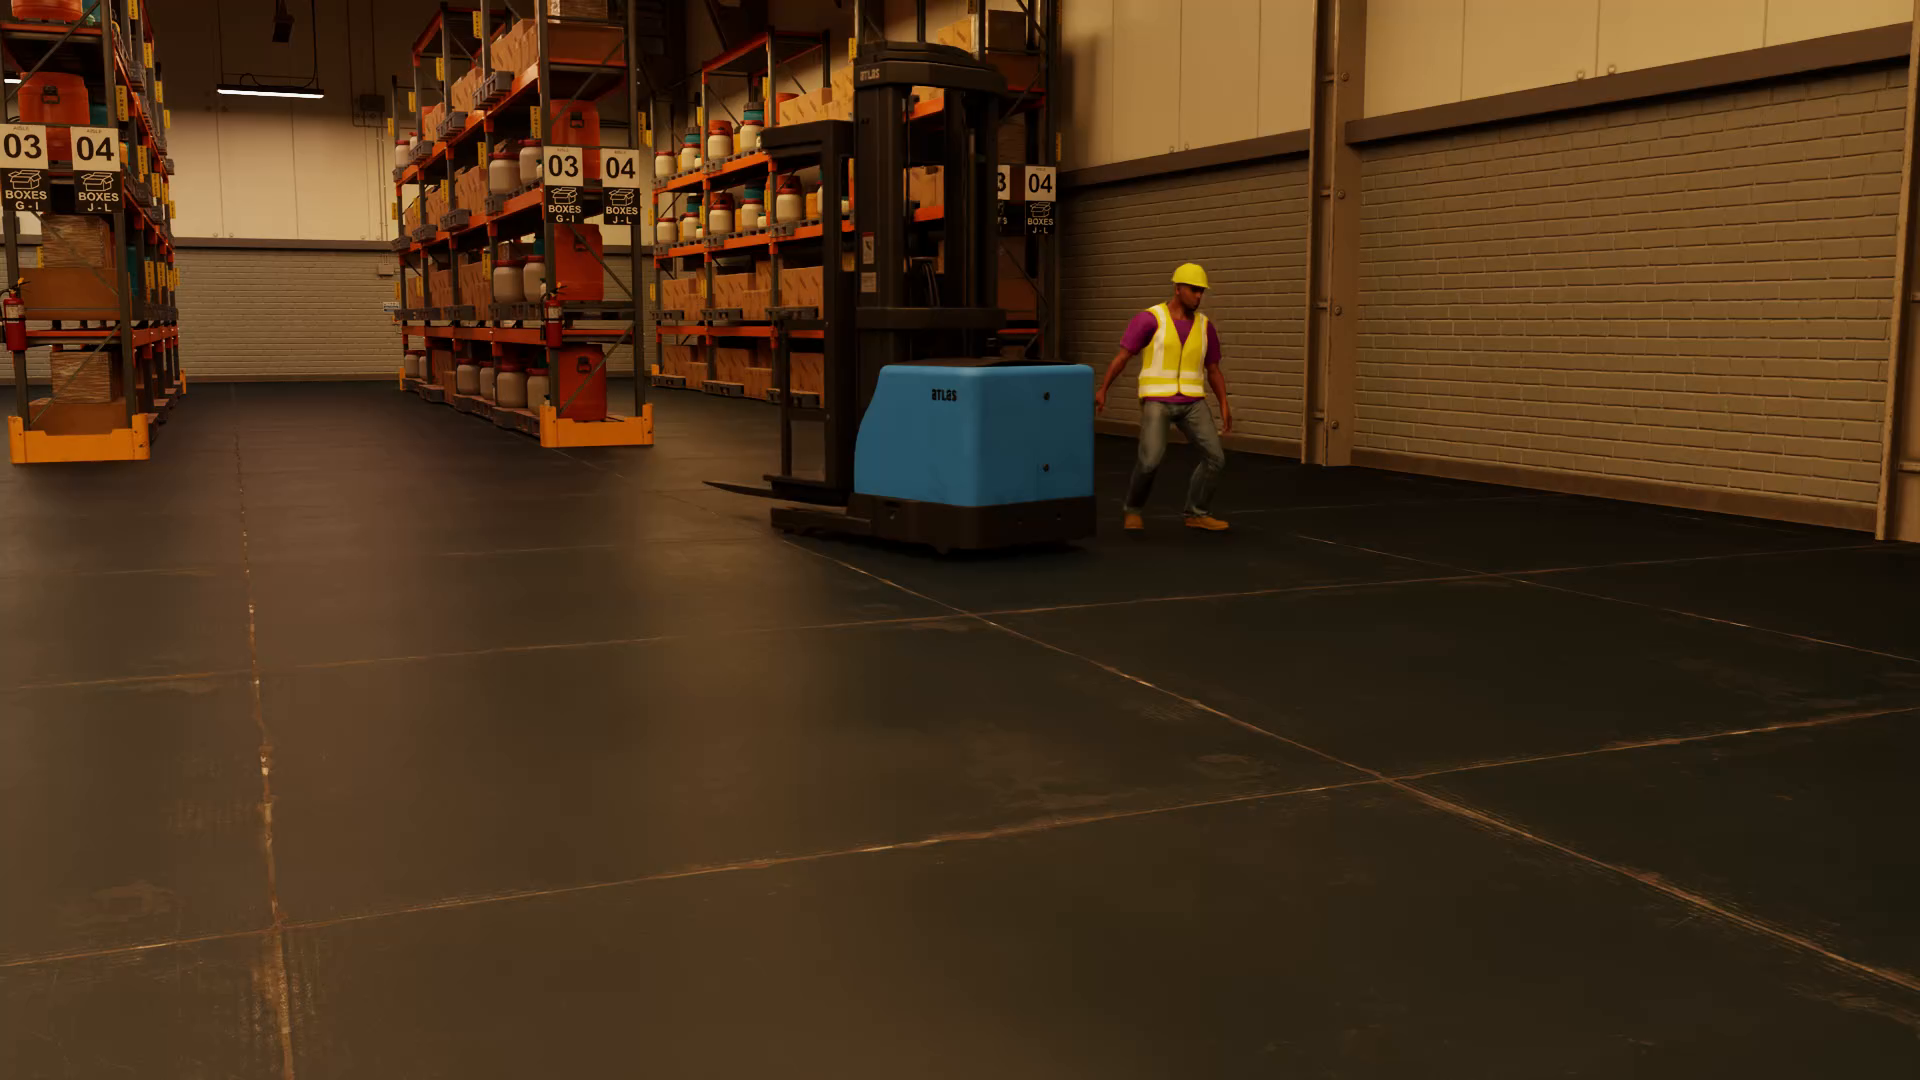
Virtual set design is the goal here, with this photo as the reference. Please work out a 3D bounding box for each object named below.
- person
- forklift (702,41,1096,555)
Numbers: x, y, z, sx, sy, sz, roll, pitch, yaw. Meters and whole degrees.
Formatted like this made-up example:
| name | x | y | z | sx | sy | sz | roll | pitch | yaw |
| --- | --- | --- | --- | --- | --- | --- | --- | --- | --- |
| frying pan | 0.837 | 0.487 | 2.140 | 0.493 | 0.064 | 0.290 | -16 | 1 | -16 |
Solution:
| name | x | y | z | sx | sy | sz | roll | pitch | yaw |
| --- | --- | --- | --- | --- | --- | --- | --- | --- | --- |
| person | 1.282 | -0.898 | 10.527 | 0.918 | 1.688 | 0.494 | -2 | 8 | -11 |
| forklift | -0.543 | -1.515 | 10.432 | 1.130 | 2.935 | 3.031 | -6 | 10 | -41 |
